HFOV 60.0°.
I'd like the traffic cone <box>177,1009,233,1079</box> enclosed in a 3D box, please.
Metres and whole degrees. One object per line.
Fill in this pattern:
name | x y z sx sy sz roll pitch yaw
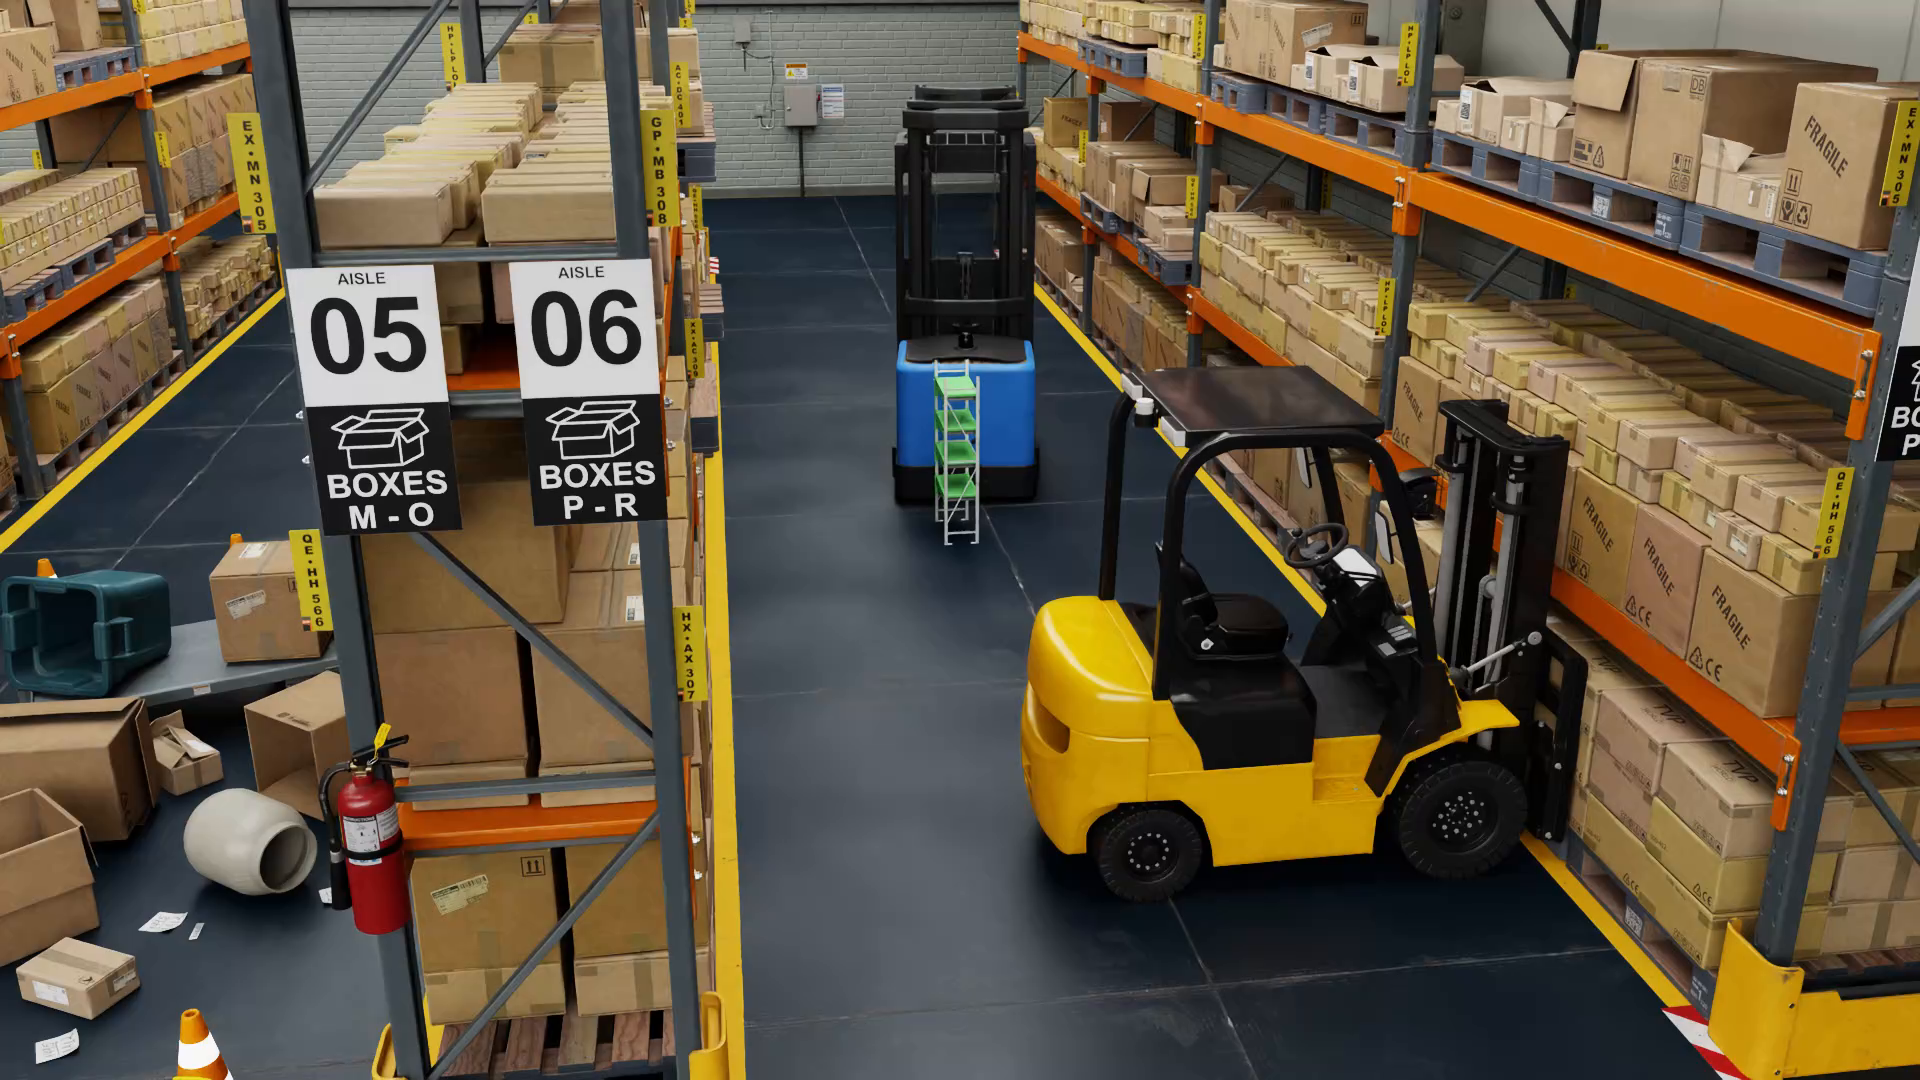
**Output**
traffic cone | -2.727 1.897 5.977 0.336 0.463 0.334 -3 21 -8

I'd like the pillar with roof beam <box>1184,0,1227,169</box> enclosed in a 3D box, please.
pillar with roof beam | -1.676 -6.494 16.242 9.100 9.000 0.400 -3 21 -8

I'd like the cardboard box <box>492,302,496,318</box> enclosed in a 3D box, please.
cardboard box | -1.760 -0.874 5.841 0.380 0.149 0.250 -3 21 -7

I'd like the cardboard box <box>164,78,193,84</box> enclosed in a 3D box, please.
cardboard box | -8.698 -4.774 18.215 0.500 0.500 0.500 -2 21 -6

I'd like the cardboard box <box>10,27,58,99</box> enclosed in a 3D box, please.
cardboard box | -7.401 -3.702 12.910 0.500 0.500 0.500 -3 21 -8

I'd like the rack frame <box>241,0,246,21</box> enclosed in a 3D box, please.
rack frame | -8.579 -7.273 18.329 1.000 3.000 0.127 -3 21 -8

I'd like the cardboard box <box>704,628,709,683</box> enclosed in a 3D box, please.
cardboard box | -1.614 0.690 8.912 0.500 0.250 0.500 -2 21 -5

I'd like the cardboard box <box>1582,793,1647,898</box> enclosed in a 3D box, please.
cardboard box | 3.080 1.312 7.245 0.500 0.250 0.500 -3 21 -8

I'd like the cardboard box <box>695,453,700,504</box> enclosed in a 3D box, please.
cardboard box | -2.356 -0.492 11.903 0.950 0.372 0.625 -3 21 -9

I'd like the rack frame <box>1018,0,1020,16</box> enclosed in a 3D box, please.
rack frame | 1.216 -7.810 19.764 1.000 3.000 0.127 -3 21 -8

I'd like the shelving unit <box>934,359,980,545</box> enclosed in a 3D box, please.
shelving unit | -0.024 -0.619 11.660 0.258 1.200 0.503 -3 21 -8

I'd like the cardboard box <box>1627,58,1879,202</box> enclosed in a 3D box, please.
cardboard box | 3.169 -1.656 6.689 0.700 0.500 0.500 -3 21 -7

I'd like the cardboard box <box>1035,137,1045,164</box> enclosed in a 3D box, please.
cardboard box | 1.164 -4.548 19.395 0.500 0.250 0.500 -3 21 -9

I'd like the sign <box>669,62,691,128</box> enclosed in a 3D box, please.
sign | -1.429 -2.270 8.481 0.100 0.325 0.005 -3 21 -8

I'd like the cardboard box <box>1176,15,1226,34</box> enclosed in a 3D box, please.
cardboard box | 2.011 -4.271 13.796 0.380 0.149 0.250 -3 21 -9

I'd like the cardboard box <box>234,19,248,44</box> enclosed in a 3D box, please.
cardboard box | -8.251 -5.654 18.494 0.500 0.250 0.500 -3 21 -9

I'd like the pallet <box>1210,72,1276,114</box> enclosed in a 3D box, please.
pallet | 2.556 -3.316 12.289 1.213 0.211 1.003 -2 21 -5

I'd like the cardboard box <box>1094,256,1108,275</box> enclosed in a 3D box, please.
cardboard box | 1.581 -2.806 16.988 0.380 0.149 0.250 -2 21 -5

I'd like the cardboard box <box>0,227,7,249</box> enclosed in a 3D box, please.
cardboard box | -7.301 -2.222 12.287 0.380 0.149 0.250 -3 21 -8

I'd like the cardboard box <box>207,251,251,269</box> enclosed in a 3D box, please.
cardboard box | -8.041 -3.076 18.289 0.380 0.149 0.250 -2 21 -6

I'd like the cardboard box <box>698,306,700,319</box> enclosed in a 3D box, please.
cardboard box | -1.989 -1.599 11.469 0.380 0.149 0.250 -3 21 -7

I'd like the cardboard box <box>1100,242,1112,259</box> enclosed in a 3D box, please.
cardboard box | 1.641 -2.949 16.944 0.380 0.149 0.250 -3 21 -9

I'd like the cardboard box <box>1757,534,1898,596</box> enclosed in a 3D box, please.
cardboard box | 3.196 0.084 6.135 0.380 0.149 0.250 -3 21 -7

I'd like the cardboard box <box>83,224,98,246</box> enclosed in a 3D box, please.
cardboard box | -7.558 -2.579 14.092 0.380 0.149 0.250 -2 21 -5

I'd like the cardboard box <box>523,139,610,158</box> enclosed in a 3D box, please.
cardboard box | -1.358 -1.350 5.976 0.380 0.149 0.250 -3 21 -8

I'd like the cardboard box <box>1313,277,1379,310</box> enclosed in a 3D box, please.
cardboard box | 2.470 -1.562 10.542 0.380 0.149 0.250 -4 21 -9

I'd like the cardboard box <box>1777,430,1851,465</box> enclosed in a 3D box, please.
cardboard box | 3.608 -0.346 6.861 0.380 0.149 0.250 -3 21 -7

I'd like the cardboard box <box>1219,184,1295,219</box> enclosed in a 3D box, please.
cardboard box | 2.450 -2.659 13.805 0.500 0.500 0.500 -2 21 -5

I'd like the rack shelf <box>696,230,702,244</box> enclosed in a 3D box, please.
rack shelf | -2.830 -2.333 14.704 1.077 0.370 4.000 -3 21 -8

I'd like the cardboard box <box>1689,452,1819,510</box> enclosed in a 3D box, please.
cardboard box | 3.132 -0.236 6.566 0.380 0.149 0.250 -2 21 -7

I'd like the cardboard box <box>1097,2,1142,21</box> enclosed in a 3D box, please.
cardboard box | 1.506 -4.980 15.668 0.380 0.149 0.250 -3 21 -9

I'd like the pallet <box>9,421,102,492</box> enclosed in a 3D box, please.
pallet | -7.537 -0.657 13.175 1.003 0.211 1.213 -3 21 -8

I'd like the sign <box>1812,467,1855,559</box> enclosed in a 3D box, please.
sign | 2.984 -0.090 5.678 0.100 0.325 0.005 -3 21 -8

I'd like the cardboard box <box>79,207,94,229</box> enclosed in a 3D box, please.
cardboard box | -7.556 -2.712 14.025 0.380 0.149 0.250 -3 21 -8

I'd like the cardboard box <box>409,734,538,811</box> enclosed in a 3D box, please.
cardboard box | -1.654 0.791 5.670 0.380 0.149 0.250 -2 21 -6

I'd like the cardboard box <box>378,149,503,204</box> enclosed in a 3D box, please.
cardboard box | -1.769 -1.240 5.682 0.380 0.149 0.250 -3 21 -7

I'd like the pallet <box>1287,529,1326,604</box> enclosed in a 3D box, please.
pallet | 2.801 0.209 10.856 1.003 0.211 1.213 -3 21 -8

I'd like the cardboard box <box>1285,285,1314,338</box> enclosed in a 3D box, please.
cardboard box | 2.473 -1.521 11.000 0.500 0.250 0.500 -3 21 -7

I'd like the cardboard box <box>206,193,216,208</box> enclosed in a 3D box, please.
cardboard box | -7.957 -3.528 17.235 0.380 0.149 0.250 -2 21 -5

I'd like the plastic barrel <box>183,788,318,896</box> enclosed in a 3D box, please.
plastic barrel | -3.184 1.360 7.469 0.512 0.421 0.421 12 24 30

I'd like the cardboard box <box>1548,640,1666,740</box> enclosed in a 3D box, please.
cardboard box | 2.986 0.669 7.538 0.500 0.250 0.500 -3 21 -7

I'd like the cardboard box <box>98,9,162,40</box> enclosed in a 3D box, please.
cardboard box | -7.834 -4.826 15.563 0.500 0.250 0.500 -2 21 -6

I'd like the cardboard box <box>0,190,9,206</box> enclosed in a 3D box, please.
cardboard box | -8.213 -2.829 13.911 0.380 0.149 0.250 -2 21 -6

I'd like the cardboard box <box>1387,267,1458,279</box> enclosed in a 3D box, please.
cardboard box | 3.018 -1.685 10.869 0.380 0.149 0.250 -3 21 -8

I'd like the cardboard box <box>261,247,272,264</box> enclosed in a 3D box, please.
cardboard box | -8.220 -3.295 19.301 0.380 0.149 0.250 -3 21 -9

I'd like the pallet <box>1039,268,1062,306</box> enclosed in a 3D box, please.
pallet | 1.516 -2.969 19.364 1.003 0.211 1.213 -3 21 -8

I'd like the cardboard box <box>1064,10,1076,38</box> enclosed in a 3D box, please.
cardboard box | 1.390 -5.422 17.449 0.500 0.250 0.500 -4 21 -10

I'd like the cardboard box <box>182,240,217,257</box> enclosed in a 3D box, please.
cardboard box | -8.681 -3.315 18.929 0.380 0.149 0.250 -3 21 -7

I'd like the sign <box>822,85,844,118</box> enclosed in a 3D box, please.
sign | -1.972 -6.806 25.788 0.329 0.494 0.001 -3 21 -8

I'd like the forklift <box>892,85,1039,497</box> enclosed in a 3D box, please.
forklift | 0.040 -2.153 13.291 1.130 2.935 3.031 0 20 0

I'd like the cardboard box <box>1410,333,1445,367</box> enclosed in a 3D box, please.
cardboard box | 2.732 -1.072 9.228 0.380 0.149 0.250 -3 21 -9
